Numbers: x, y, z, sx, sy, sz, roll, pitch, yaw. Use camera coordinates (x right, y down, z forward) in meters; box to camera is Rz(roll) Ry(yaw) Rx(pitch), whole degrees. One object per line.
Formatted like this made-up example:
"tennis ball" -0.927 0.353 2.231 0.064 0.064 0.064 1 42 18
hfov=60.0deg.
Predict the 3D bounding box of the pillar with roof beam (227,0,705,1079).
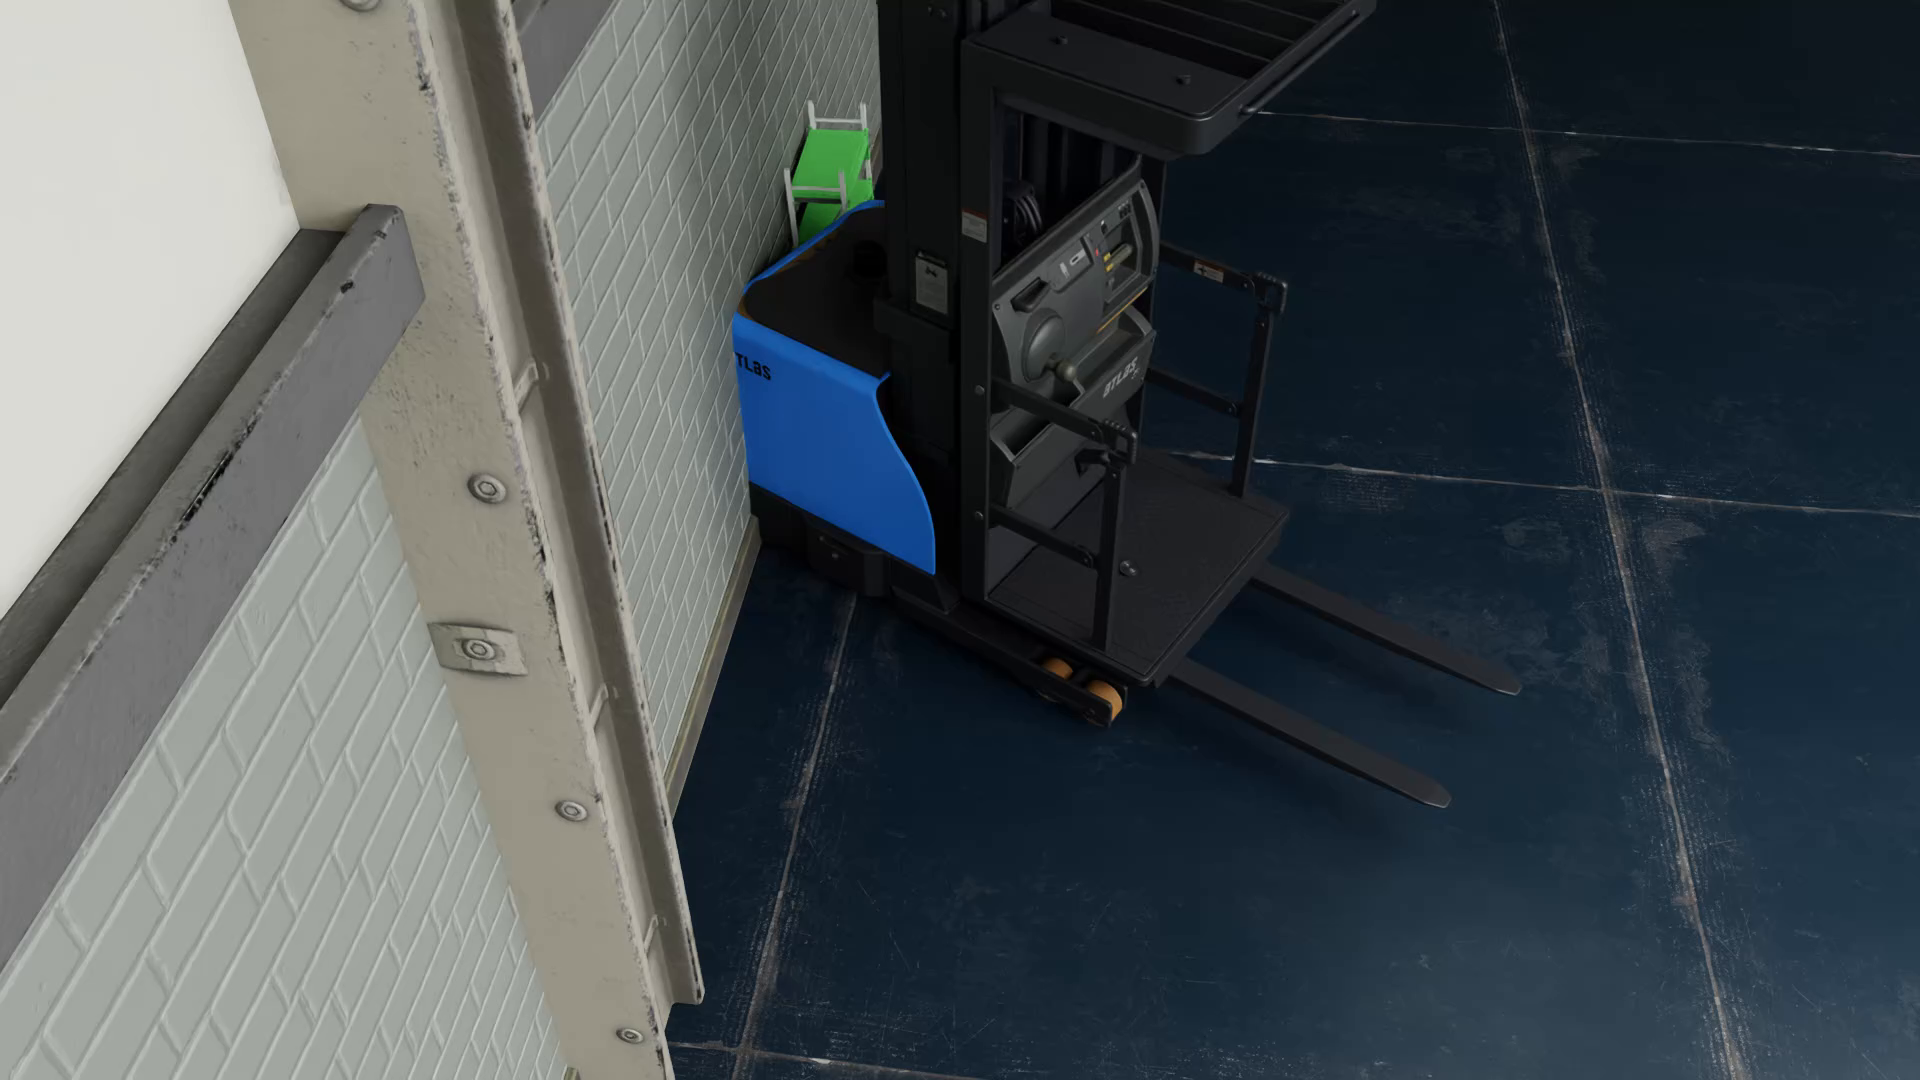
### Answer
"pillar with roof beam" 3.284 -1.338 1.618 9.100 9.000 0.400 5 44 6

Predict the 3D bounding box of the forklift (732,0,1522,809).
"forklift" 0.567 -0.810 5.474 3.031 2.935 1.130 26 49 25

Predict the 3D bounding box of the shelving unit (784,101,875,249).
"shelving unit" -0.520 -1.215 7.131 0.258 1.200 0.503 4 47 7

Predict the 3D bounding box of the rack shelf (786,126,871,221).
"rack shelf" -0.535 -1.500 6.829 0.258 0.148 0.480 4 47 7

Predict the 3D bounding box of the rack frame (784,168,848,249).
"rack frame" -0.552 -1.038 6.966 0.240 1.200 0.015 4 47 7

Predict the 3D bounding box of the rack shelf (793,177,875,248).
"rack shelf" -0.527 -1.336 7.003 0.258 0.148 0.480 4 47 7

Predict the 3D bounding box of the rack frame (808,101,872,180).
"rack frame" -0.488 -1.392 7.296 0.240 1.200 0.015 4 47 7
